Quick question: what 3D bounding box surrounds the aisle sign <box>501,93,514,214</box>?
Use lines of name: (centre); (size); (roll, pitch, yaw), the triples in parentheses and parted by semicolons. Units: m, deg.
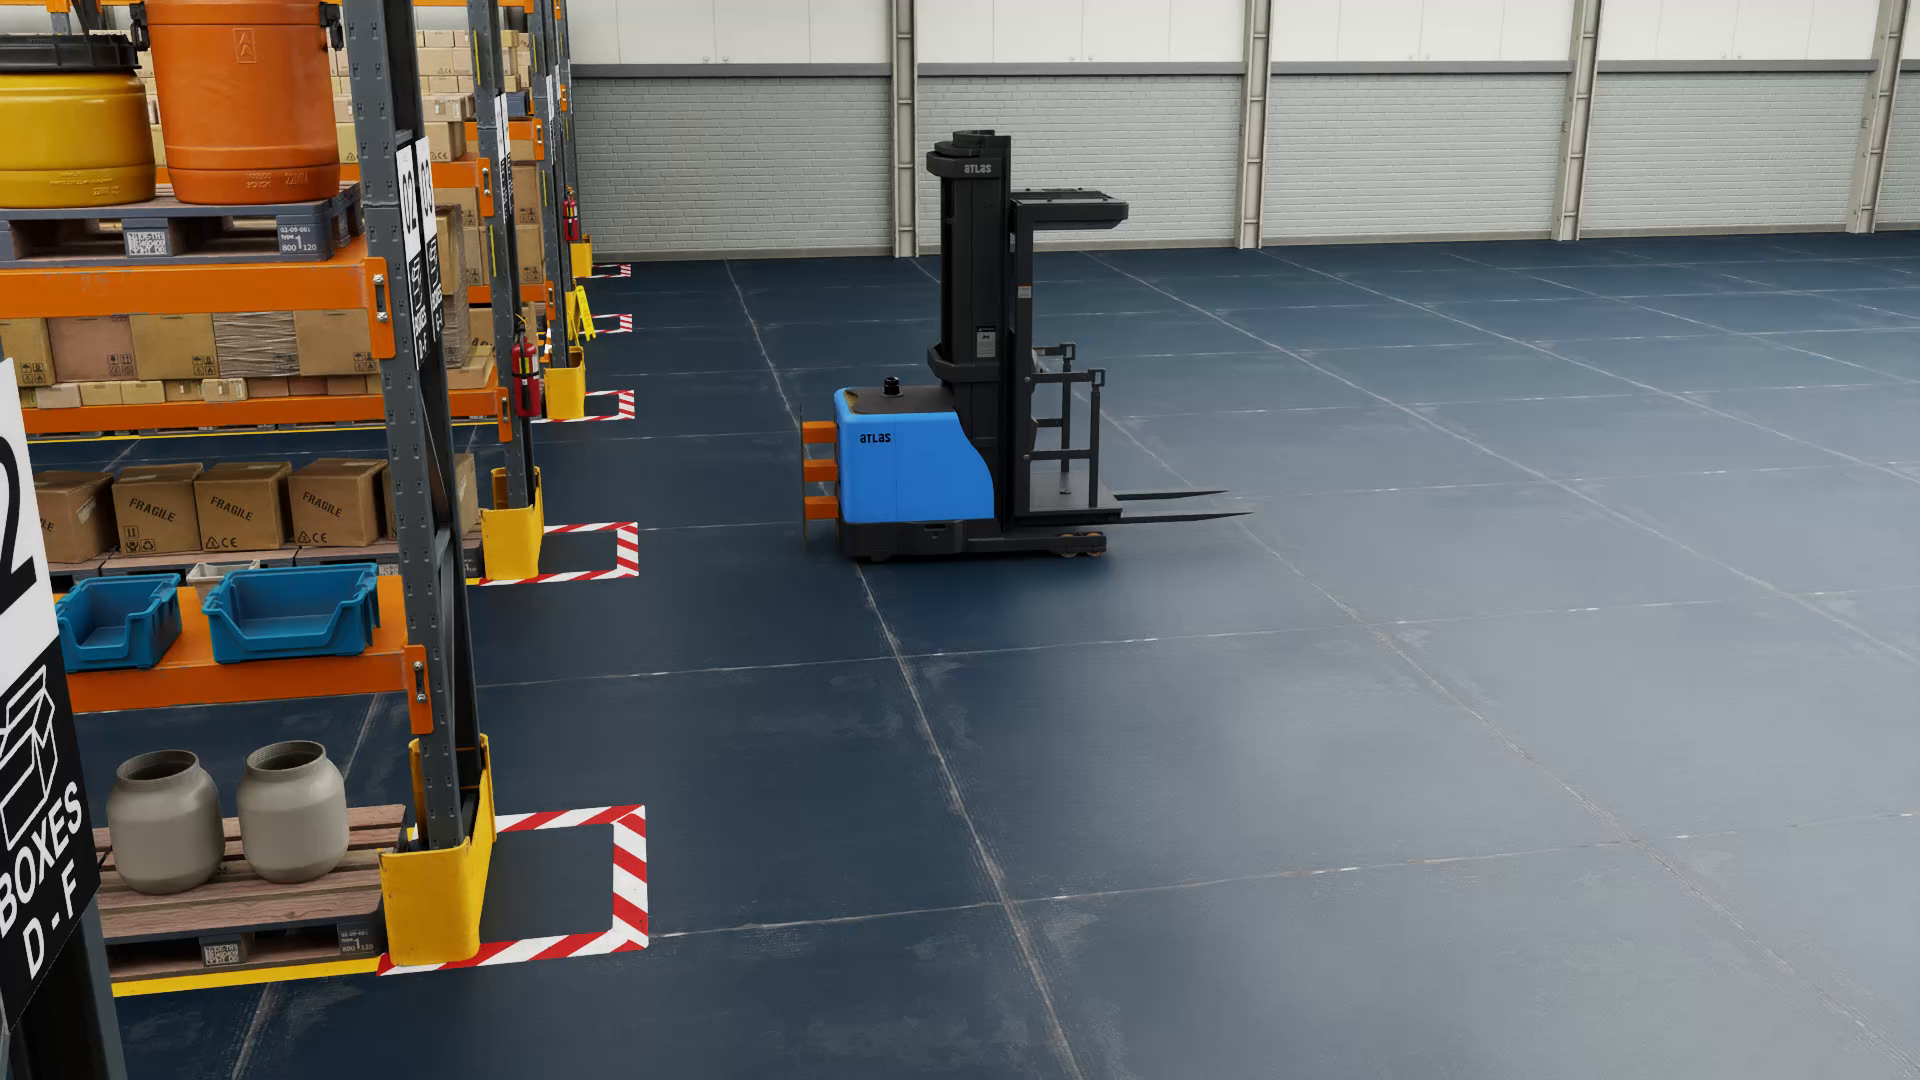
aisle sign: (-3.113, -2.665, 11.452); (0.004, 0.787, 0.394); (-3, 17, -10)

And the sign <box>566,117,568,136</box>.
sign: (-5.853, -6.129, 24.784); (0.005, 0.325, 0.100); (-3, 17, -10)

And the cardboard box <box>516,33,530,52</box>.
cardboard box: (-6.331, -7.255, 24.660); (0.500, 0.500, 0.500); (-3, 17, -9)

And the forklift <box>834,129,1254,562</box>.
forklift: (0.616, -1.427, 11.966); (3.031, 2.935, 1.130); (-2, 17, -8)

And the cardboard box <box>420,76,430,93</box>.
cardboard box: (-4.969, -4.172, 15.219); (0.250, 0.149, 0.380); (-3, 17, -10)

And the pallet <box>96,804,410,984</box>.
pallet: (-3.042, 1.490, 7.101); (1.213, 0.211, 1.003); (-3, 17, -10)

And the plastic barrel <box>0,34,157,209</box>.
plastic barrel: (-3.273, -1.529, 6.037); (0.600, 0.588, 0.600); (0, 17, 0)

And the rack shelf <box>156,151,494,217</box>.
rack shelf: (-5.081, -2.311, 10.843); (4.000, 0.370, 1.077); (-3, 17, -10)

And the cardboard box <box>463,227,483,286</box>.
cardboard box: (-4.851, -2.769, 15.962); (0.550, 0.550, 0.875); (-3, 17, -10)

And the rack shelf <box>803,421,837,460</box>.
rack shelf: (-1.012, -0.720, 11.937); (0.240, 0.259, 0.215); (-2, 17, -8)

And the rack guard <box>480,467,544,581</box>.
rack guard: (-3.192, -0.133, 11.894); (0.348, 0.500, 1.175); (-3, 17, -10)

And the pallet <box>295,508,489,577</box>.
pallet: (-3.996, 0.040, 11.822); (1.213, 0.211, 1.003); (-3, 17, -10)

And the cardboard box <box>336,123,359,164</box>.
cardboard box: (-4.032, -2.566, 10.703); (0.500, 0.250, 0.500); (-3, 17, -10)

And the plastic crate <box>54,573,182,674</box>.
plastic crate: (-3.251, 0.315, 6.430); (0.408, 0.251, 0.499); (-3, 17, -10)

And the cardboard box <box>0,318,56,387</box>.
cardboard box: (-6.094, -1.325, 10.838); (0.500, 0.500, 0.875); (-3, 17, -10)

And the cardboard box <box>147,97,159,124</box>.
cardboard box: (-5.148, -2.699, 10.459); (0.250, 0.149, 0.380); (-3, 17, -9)

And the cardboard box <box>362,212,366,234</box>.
cardboard box: (-4.100, -1.869, 10.908); (0.500, 0.500, 0.500); (-3, 17, -10)

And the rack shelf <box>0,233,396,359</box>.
rack shelf: (-4.141, -0.883, 6.195); (4.000, 0.370, 1.077); (-3, 17, -10)

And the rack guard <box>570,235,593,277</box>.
rack guard: (-5.919, -4.426, 25.872); (0.348, 0.500, 1.175); (-3, 17, -10)

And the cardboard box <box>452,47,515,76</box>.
cardboard box: (-4.387, -4.413, 15.325); (0.500, 0.250, 0.500); (-3, 17, -10)

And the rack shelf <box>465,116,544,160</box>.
rack shelf: (-5.923, -3.746, 15.517); (4.000, 0.370, 1.077); (-3, 17, -10)

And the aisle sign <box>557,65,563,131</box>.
aisle sign: (-4.995, -5.525, 20.763); (0.004, 0.787, 0.394); (-3, 17, -10)

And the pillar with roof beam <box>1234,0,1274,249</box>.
pillar with roof beam: (5.802, -8.136, 23.475); (0.400, 9.000, 9.100); (-3, 17, -10)

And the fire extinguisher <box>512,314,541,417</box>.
fire extinguisher: (-2.918, -1.169, 11.141); (0.183, 0.674, 0.296); (-3, 17, -10)

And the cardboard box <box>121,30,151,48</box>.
cardboard box: (-7.214, -4.425, 14.687); (0.250, 0.149, 0.380); (-3, 17, -11)

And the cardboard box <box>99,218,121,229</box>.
cardboard box: (-5.573, -1.785, 10.636); (0.500, 0.500, 0.500); (-3, 17, -10)

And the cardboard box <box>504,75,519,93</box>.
cardboard box: (-4.221, -4.214, 15.356); (0.250, 0.149, 0.380); (-3, 17, -11)

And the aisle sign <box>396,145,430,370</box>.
aisle sign: (-2.051, -1.066, 6.245); (0.004, 0.787, 0.394); (-3, 17, -10)

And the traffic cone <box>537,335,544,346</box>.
traffic cone: (-5.175, -2.581, 19.926); (0.334, 0.463, 0.336); (-3, 17, -10)

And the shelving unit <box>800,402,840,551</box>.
shelving unit: (-1.012, -0.459, 12.018); (0.252, 1.050, 0.215); (-2, 17, -8)

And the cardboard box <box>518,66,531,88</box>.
cardboard box: (-5.449, -5.587, 20.034); (0.500, 0.250, 0.500); (-3, 17, -11)

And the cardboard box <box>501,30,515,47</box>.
cardboard box: (-4.225, -4.595, 15.238); (0.250, 0.149, 0.380); (-3, 17, -10)

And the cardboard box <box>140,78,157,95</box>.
cardboard box: (-7.211, -4.045, 14.805); (0.250, 0.149, 0.380); (-3, 17, -10)

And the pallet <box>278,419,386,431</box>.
pallet: (-5.925, -1.301, 16.188); (1.213, 0.211, 1.003); (-3, 17, -10)

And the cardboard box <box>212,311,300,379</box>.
cardboard box: (-4.630, -1.422, 11.155); (0.500, 0.500, 0.875); (-3, 17, -10)

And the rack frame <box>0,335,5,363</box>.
rack frame: (-1.242, -1.344, 1.362); (0.127, 3.000, 1.000); (-3, 17, -10)

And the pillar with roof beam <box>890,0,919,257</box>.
pillar with roof beam: (-0.090, -7.802, 22.387); (0.400, 9.000, 9.100); (-3, 17, -10)

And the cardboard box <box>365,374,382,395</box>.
cardboard box: (-3.839, -1.094, 11.194); (0.250, 0.149, 0.380); (-3, 17, -10)

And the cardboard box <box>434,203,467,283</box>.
cardboard box: (-3.709, -2.048, 11.492); (0.500, 0.500, 0.500); (-3, 17, -10)

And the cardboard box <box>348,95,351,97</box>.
cardboard box: (-3.929, -2.900, 11.113); (0.250, 0.149, 0.380); (-4, 17, -11)

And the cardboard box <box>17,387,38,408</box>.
cardboard box: (-6.045, -0.964, 10.768); (0.250, 0.149, 0.380); (-3, 17, -10)

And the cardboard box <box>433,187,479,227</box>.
cardboard box: (-4.853, -3.289, 15.817); (0.550, 0.550, 0.875); (-3, 17, -10)

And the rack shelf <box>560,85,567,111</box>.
rack shelf: (-7.906, -6.599, 24.803); (4.000, 0.370, 1.077); (-3, 17, -10)

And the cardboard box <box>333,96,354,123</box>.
cardboard box: (-3.856, -2.752, 10.631); (0.250, 0.149, 0.380); (-4, 18, -13)

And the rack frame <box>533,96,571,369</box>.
rack frame: (-3.959, -2.768, 16.215); (0.127, 3.000, 1.000); (-3, 17, -10)

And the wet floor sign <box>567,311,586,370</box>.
wet floor sign: (-4.306, -2.215, 18.424); (0.232, 0.644, 0.267); (-6, 18, -20)

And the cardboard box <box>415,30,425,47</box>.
cardboard box: (-4.976, -4.552, 15.099); (0.250, 0.149, 0.380); (-3, 17, -10)

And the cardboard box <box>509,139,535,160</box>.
cardboard box: (-5.457, -4.766, 20.339); (0.500, 0.500, 0.700); (-4, 17, -12)

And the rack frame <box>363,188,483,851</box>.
rack frame: (-2.178, 0.095, 6.892); (0.127, 3.000, 1.000); (-3, 17, -10)

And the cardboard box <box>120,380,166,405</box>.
cardboard box: (-5.306, -1.002, 10.894); (0.250, 0.149, 0.380); (-3, 17, -10)

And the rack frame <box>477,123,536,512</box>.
rack frame: (-3.117, -1.332, 11.541); (0.127, 3.000, 1.000); (-3, 17, -10)

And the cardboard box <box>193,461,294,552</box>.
cardboard box: (-4.932, -0.236, 11.512); (0.500, 0.500, 0.500); (-2, 17, -5)

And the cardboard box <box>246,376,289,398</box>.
cardboard box: (-4.582, -1.063, 11.090); (0.250, 0.149, 0.380); (-3, 17, -10)

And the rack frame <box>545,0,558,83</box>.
rack frame: (-4.997, -7.057, 19.961); (0.127, 3.000, 1.000); (-3, 17, -10)

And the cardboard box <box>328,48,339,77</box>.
cardboard box: (-5.866, -4.330, 15.054); (0.500, 0.250, 0.500); (-3, 17, -10)
